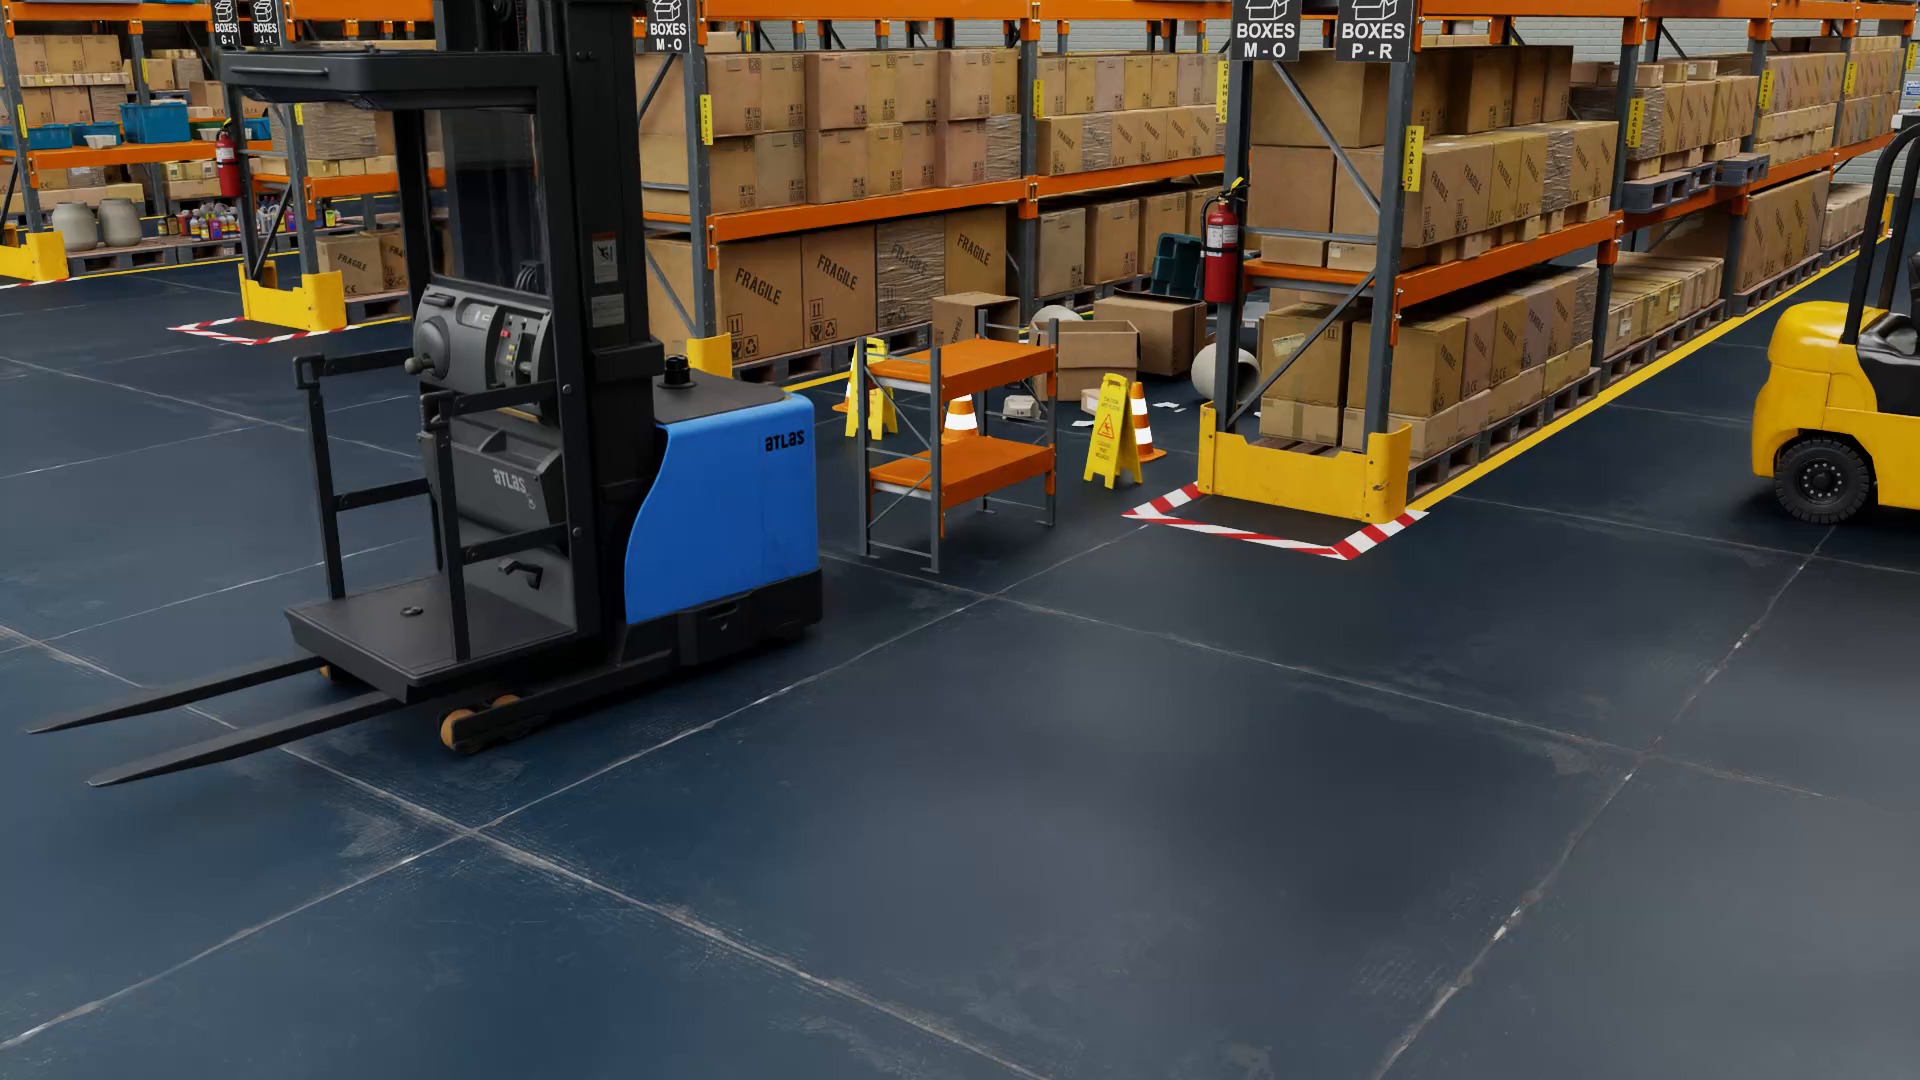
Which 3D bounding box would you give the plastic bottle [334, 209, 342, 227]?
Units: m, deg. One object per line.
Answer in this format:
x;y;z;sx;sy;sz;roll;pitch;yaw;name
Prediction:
-7.639;-3.948;20.376;0.097;0.201;0.097;0;17;0;plastic bottle

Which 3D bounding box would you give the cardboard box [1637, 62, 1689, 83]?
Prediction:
5.392;-3.616;12.858;0.380;0.149;0.250;14;22;38;cardboard box

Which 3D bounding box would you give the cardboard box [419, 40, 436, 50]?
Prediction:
-4.932;-4.375;15.419;0.500;0.500;0.500;12;21;35;cardboard box

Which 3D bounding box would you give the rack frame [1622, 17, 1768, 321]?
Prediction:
6.647;-3.542;15.092;1.000;3.000;0.127;12;21;35;rack frame

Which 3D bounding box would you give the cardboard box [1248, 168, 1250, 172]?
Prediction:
3.416;-4.207;19.477;0.500;0.250;0.500;13;21;36;cardboard box

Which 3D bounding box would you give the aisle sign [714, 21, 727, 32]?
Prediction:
-4.694;-10.260;32.341;0.394;0.787;0.004;12;21;35;aisle sign

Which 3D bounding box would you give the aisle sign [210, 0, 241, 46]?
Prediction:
-6.356;-4.668;14.333;0.394;0.787;0.004;12;21;35;aisle sign

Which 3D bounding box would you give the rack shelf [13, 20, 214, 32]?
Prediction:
-14.438;-8.532;27.315;1.077;0.370;4.000;12;21;35;rack shelf

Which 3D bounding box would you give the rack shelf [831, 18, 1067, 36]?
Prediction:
-0.120;-6.859;21.927;1.077;0.370;4.000;12;21;35;rack shelf

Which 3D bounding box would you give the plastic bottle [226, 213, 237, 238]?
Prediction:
-8.462;-3.652;19.306;0.097;0.271;0.097;0;17;0;plastic bottle

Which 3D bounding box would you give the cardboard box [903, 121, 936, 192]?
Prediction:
-0.708;-3.179;13.669;0.875;0.550;0.550;12;21;35;cardboard box

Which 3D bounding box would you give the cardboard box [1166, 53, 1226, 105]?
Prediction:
2.336;-4.813;17.329;0.700;0.500;0.500;12;21;34;cardboard box

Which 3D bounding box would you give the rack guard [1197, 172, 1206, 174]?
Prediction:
3.469;-6.011;27.256;1.175;0.500;0.348;12;21;35;rack guard

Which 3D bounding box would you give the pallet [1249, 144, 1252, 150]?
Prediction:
2.950;-4.490;18.467;1.213;0.211;1.003;12;21;35;pallet

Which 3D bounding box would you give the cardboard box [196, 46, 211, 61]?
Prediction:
-13.184;-8.630;29.509;0.500;0.250;0.500;13;22;36;cardboard box

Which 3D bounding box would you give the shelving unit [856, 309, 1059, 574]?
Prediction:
0.004;-0.539;8.582;0.538;1.125;1.048;12;21;35;shelving unit

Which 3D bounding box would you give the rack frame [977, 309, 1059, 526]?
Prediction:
0.307;-0.660;8.972;0.500;1.125;0.032;12;21;35;rack frame

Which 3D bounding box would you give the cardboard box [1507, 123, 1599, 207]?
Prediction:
3.897;-2.506;11.084;0.500;0.500;0.500;13;22;37;cardboard box

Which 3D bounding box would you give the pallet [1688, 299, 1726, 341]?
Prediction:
6.180;-2.024;14.907;1.003;0.211;1.213;12;21;35;pallet

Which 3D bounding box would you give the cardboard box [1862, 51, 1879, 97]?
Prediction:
10.129;-5.330;18.995;0.500;0.500;0.500;13;21;36;cardboard box

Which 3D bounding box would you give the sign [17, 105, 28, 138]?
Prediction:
-9.617;-4.297;17.056;0.100;0.325;0.005;12;21;35;sign

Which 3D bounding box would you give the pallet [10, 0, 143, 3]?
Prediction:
-9.485;-5.785;17.576;1.003;0.211;1.213;12;21;35;pallet

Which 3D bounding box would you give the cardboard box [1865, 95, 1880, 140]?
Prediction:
10.432;-4.967;19.513;0.500;0.500;0.500;13;22;36;cardboard box

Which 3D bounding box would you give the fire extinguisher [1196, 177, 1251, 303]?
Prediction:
1.442;-1.654;9.142;0.296;0.674;0.183;12;21;35;fire extinguisher

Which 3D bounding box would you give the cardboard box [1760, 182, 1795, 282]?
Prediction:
7.660;-3.089;16.509;0.875;0.875;0.875;13;21;35;cardboard box

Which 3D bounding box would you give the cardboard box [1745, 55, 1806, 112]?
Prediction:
7.746;-4.382;15.942;0.500;0.500;0.500;13;22;36;cardboard box

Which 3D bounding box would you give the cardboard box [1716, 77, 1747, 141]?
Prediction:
6.300;-3.650;14.061;0.500;0.500;0.500;12;21;34;cardboard box

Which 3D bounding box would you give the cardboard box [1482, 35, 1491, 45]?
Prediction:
7.003;-6.692;22.879;0.500;0.500;0.500;12;21;33;cardboard box

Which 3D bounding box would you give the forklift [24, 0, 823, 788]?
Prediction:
-2.000;-0.775;6.296;1.130;2.935;3.031;16;24;42;forklift

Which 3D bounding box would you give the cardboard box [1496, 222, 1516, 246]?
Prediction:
3.217;-1.923;10.304;0.380;0.149;0.250;12;21;33;cardboard box

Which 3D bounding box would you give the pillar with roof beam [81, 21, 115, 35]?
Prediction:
-11.258;-9.867;25.343;9.100;9.000;0.400;12;21;35;pillar with roof beam

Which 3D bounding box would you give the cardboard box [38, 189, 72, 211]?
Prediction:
-12.342;-4.591;22.399;0.500;0.250;0.500;12;21;35;cardboard box

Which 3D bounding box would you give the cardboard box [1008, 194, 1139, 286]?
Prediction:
1.103;-2.959;16.300;1.050;0.750;0.750;12;21;35;cardboard box

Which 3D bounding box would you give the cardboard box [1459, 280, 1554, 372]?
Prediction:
3.522;-1.403;10.869;0.500;0.500;0.500;14;22;38;cardboard box

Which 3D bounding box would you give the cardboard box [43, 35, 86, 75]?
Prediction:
-12.208;-6.532;22.364;0.700;0.500;0.500;12;21;35;cardboard box

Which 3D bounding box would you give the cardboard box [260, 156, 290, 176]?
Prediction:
-6.075;-3.372;14.969;0.380;0.149;0.250;12;21;35;cardboard box

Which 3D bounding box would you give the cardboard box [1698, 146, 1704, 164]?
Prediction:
5.781;-3.120;13.448;0.380;0.149;0.250;12;21;33;cardboard box

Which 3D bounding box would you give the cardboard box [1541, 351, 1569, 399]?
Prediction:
3.818;-1.160;11.349;0.500;0.250;0.500;12;21;33;cardboard box

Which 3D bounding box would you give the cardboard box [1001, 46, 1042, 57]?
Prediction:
0.698;-6.619;23.141;0.797;0.503;0.637;12;21;33;cardboard box

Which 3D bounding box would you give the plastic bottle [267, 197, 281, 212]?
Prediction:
-8.371;-4.016;20.344;0.144;0.351;0.185;12;21;35;plastic bottle

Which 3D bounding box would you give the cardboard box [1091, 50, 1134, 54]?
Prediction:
2.350;-7.317;25.735;0.500;0.500;0.500;12;21;33;cardboard box

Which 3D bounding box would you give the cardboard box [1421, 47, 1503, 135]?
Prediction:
2.947;-2.817;10.402;0.700;0.500;0.500;12;21;34;cardboard box

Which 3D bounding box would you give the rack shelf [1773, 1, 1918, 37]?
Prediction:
10.222;-6.060;19.356;1.077;0.370;4.000;12;21;35;rack shelf

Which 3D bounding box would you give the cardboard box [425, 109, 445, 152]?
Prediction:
-5.195;-3.956;15.753;0.875;0.500;0.500;12;21;35;cardboard box

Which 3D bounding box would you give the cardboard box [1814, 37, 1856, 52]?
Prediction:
9.567;-5.423;18.201;0.380;0.149;0.250;13;21;35;cardboard box

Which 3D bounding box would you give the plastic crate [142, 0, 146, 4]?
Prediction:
-9.162;-6.195;18.605;0.392;0.384;0.575;12;21;35;plastic crate

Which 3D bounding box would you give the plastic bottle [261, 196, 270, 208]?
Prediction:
-8.487;-4.042;20.426;0.144;0.351;0.185;13;22;36;plastic bottle

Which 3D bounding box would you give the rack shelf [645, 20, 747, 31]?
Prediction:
-5.690;-9.563;30.635;1.077;0.370;4.000;12;21;35;rack shelf

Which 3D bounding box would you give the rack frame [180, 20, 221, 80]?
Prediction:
-13.246;-7.919;29.187;1.000;3.000;0.127;12;21;35;rack frame

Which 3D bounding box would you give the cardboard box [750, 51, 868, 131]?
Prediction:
-1.207;-3.413;12.602;0.875;0.550;0.550;12;21;35;cardboard box

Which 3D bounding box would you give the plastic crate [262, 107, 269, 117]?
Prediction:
-8.087;-5.084;20.162;0.767;0.338;0.504;12;21;35;plastic crate

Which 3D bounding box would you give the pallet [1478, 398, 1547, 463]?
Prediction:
3.165;-0.800;10.963;1.003;0.211;1.213;12;21;35;pallet

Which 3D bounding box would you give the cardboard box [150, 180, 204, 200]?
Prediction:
-11.210;-5.032;23.817;0.500;0.250;0.500;12;21;33;cardboard box

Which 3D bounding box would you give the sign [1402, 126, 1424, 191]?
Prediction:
2.316;-1.954;8.519;0.100;0.325;0.005;12;21;35;sign

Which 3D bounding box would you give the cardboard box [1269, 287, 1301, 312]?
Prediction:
2.816;-2.065;13.272;0.500;0.500;0.500;12;21;35;cardboard box

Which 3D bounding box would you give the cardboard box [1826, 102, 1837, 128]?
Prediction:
8.963;-4.514;17.632;0.500;0.250;0.500;12;21;35;cardboard box

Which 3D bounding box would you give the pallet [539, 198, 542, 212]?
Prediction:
-5.782;-4.659;23.391;1.003;0.211;1.213;12;21;35;pallet

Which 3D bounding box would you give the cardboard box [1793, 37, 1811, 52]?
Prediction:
9.202;-5.503;18.458;0.380;0.149;0.250;13;22;36;cardboard box

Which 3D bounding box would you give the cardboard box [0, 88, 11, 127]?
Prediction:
-12.824;-5.665;21.760;0.700;0.500;0.500;13;22;36;cardboard box
